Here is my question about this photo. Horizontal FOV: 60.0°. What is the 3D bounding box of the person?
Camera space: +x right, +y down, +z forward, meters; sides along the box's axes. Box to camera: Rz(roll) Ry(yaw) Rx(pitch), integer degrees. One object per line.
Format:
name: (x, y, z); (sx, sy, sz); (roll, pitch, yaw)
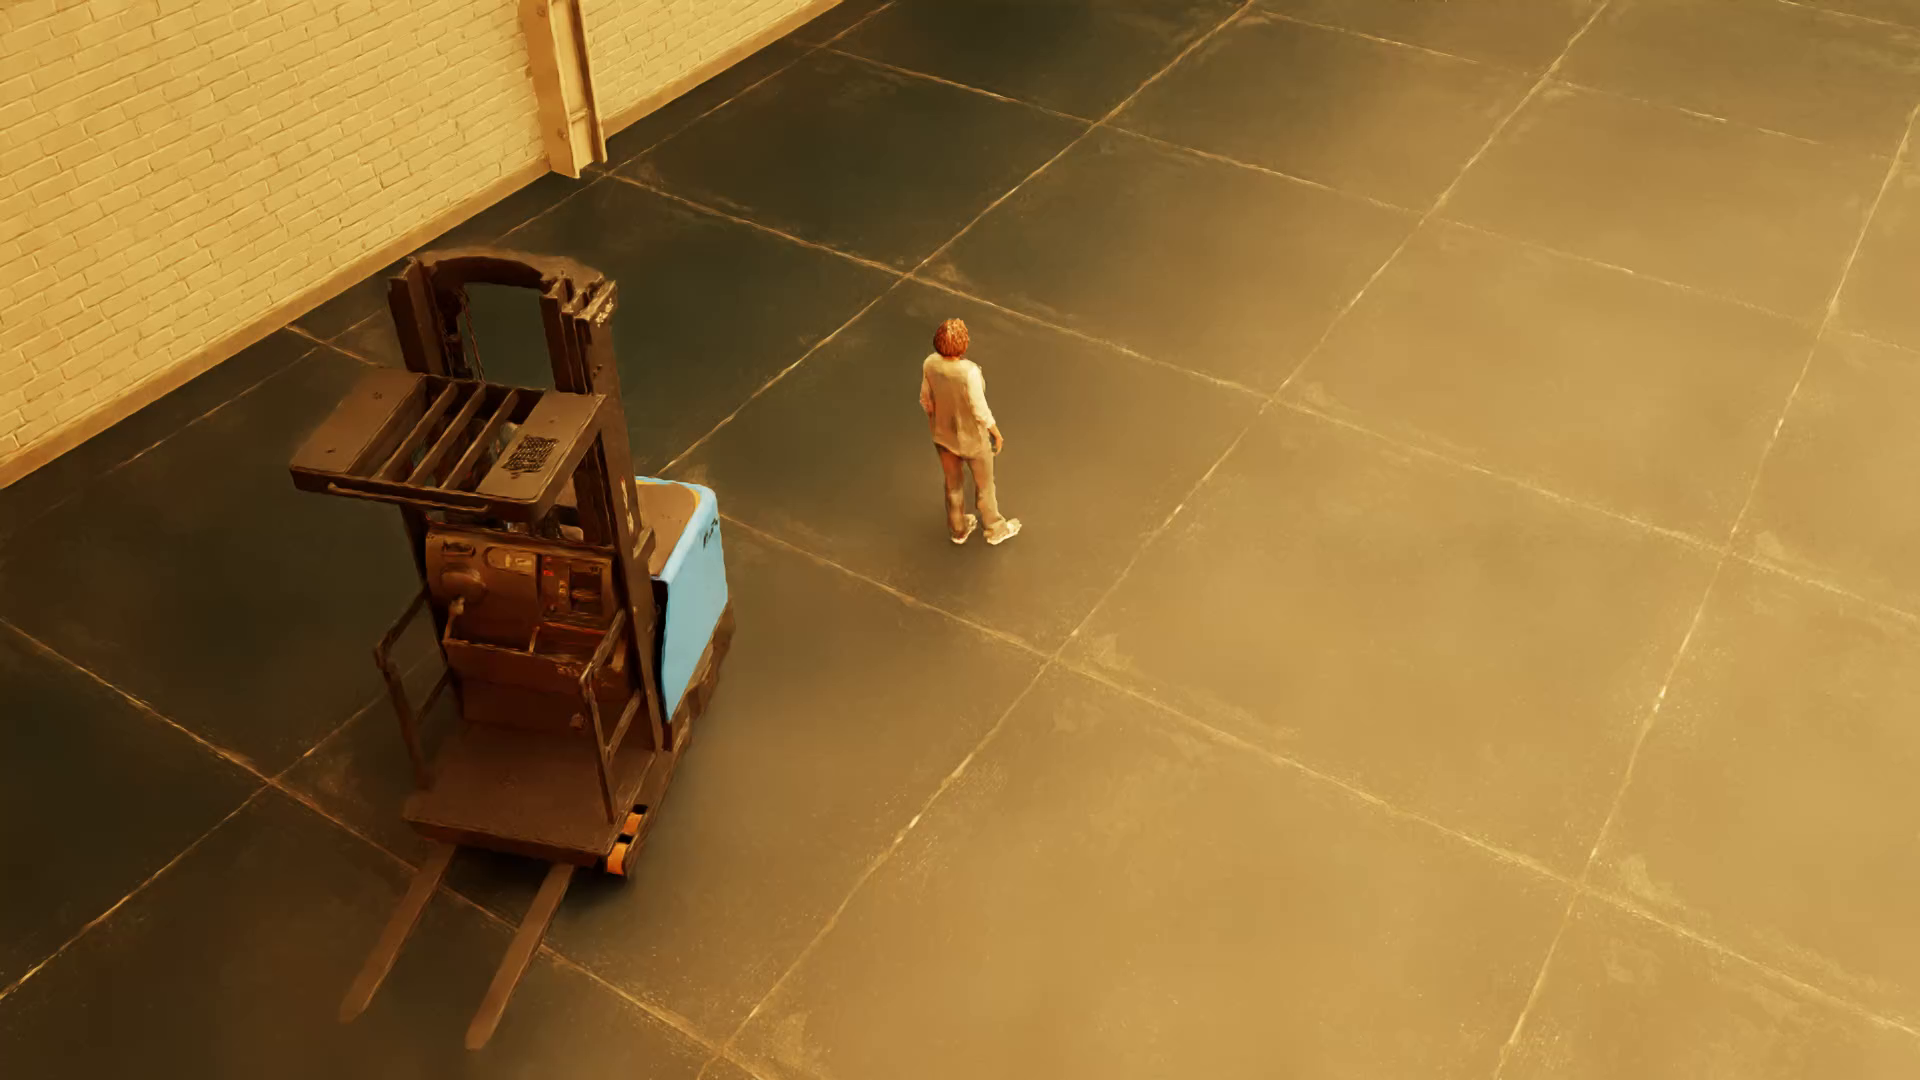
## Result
person: (0.051, -0.650, 9.755); (0.521, 1.597, 0.474); (22, 45, 24)

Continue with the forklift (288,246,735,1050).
forklift: (-2.108, 0.277, 7.640); (1.130, 2.935, 3.031); (8, 41, 9)
